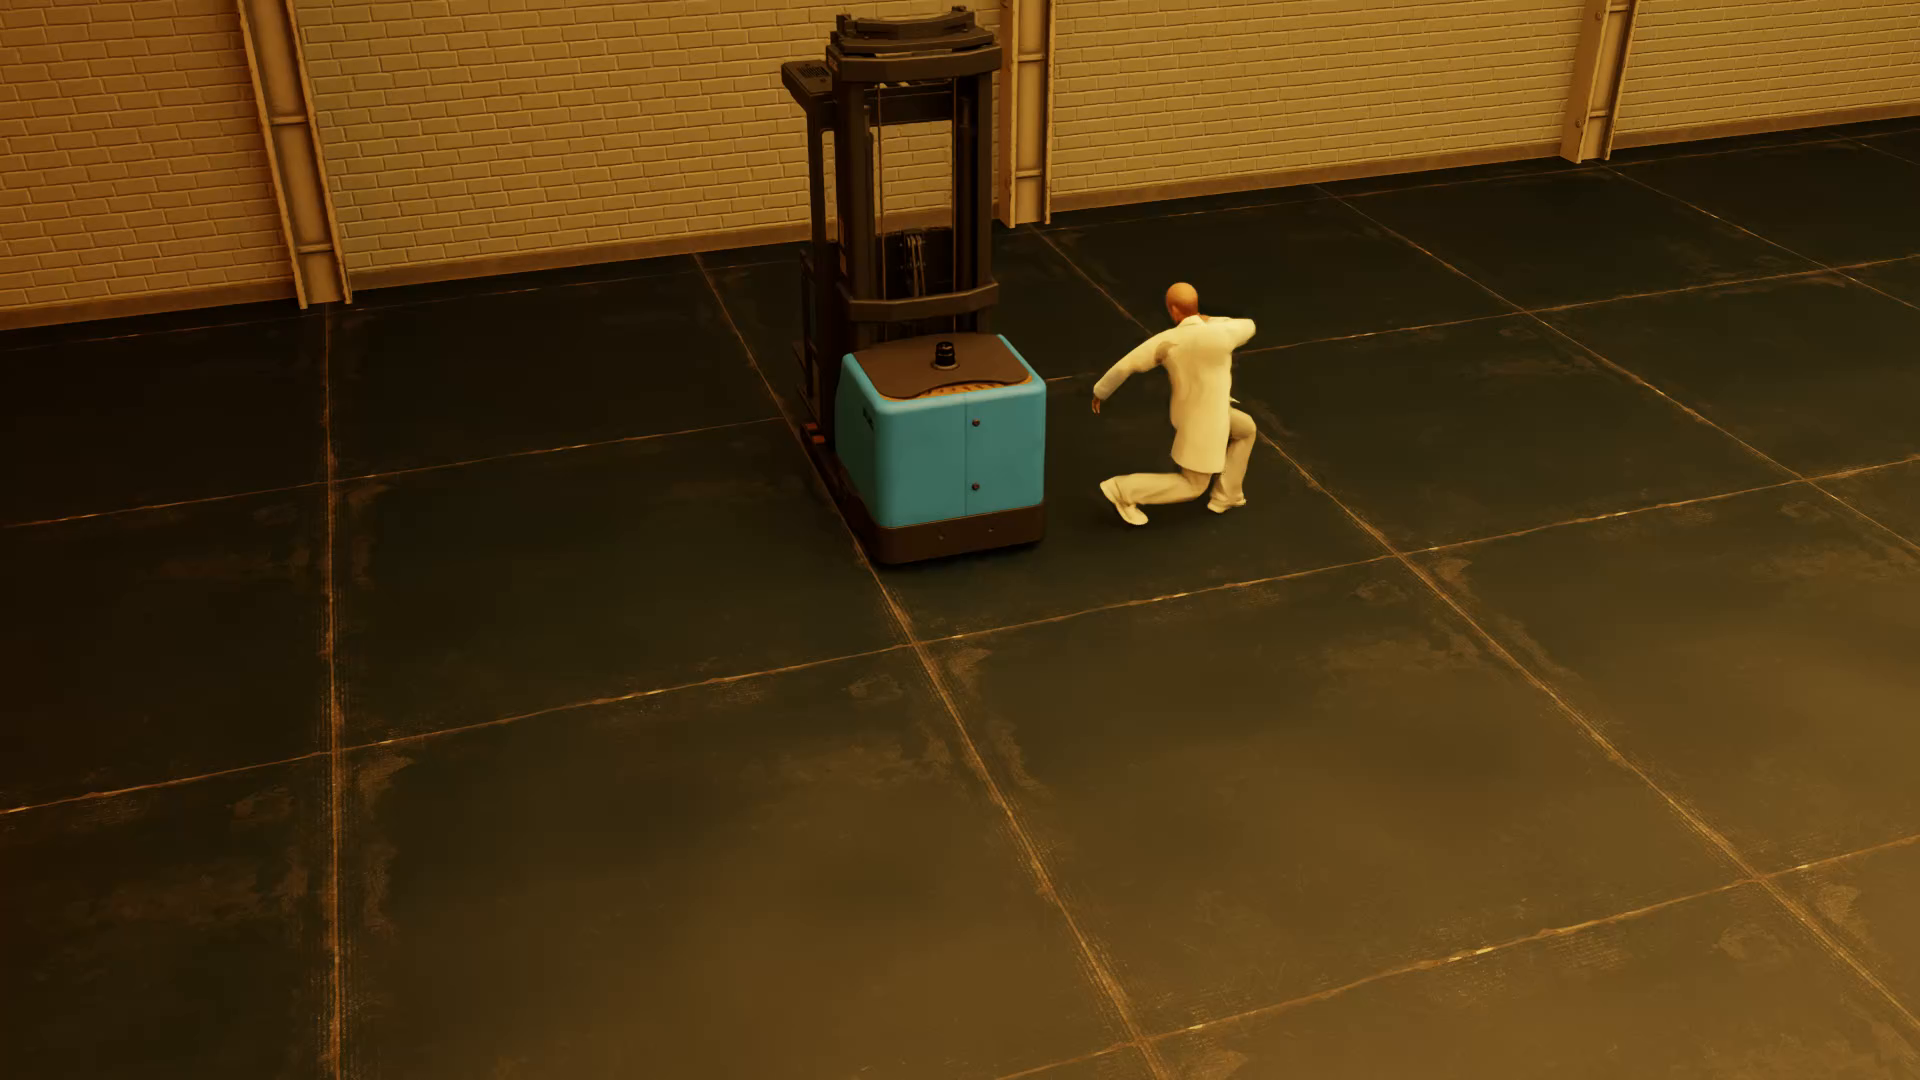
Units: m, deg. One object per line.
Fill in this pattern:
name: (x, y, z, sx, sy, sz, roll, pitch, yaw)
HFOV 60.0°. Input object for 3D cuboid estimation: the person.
person: (1.311, -0.822, 10.022, 1.009, 1.544, 0.780, -16, 33, -25)

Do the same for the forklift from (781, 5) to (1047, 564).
forklift: (-0.431, -1.851, 10.304, 1.130, 2.935, 3.031, -9, 31, -16)
